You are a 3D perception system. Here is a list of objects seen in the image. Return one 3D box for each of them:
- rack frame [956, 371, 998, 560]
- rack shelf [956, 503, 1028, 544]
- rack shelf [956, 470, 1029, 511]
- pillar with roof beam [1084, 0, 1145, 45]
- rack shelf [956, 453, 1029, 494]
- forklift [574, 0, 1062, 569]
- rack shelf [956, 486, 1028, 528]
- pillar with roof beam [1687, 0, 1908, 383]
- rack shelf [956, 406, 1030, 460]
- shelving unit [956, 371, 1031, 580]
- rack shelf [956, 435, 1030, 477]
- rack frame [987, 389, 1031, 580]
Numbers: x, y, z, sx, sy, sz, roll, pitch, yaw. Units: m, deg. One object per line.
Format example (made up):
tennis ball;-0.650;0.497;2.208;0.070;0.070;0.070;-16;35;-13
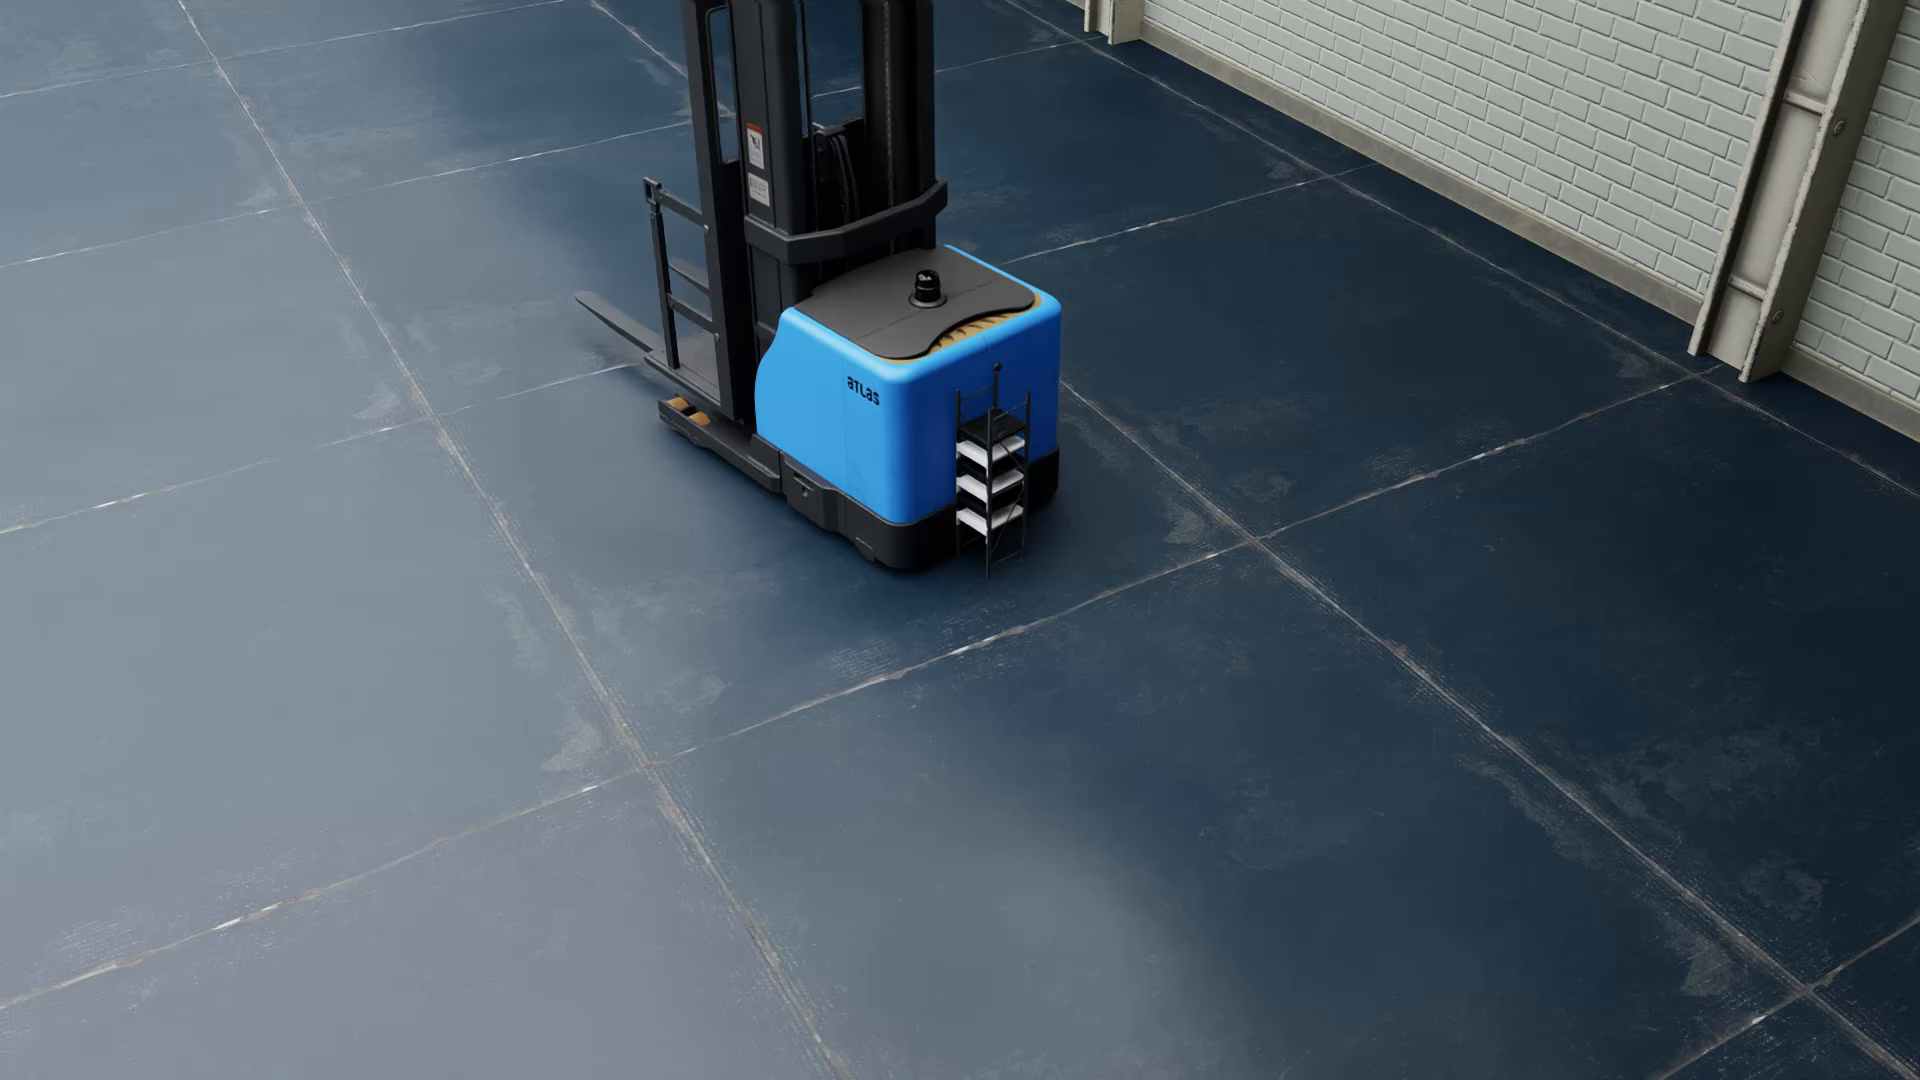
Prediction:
rack frame;0.075;-0.321;7.427;0.240;0.900;0.006;-28;45;-33
rack shelf;0.143;-0.105;7.492;0.258;0.077;0.200;-28;45;-33
rack shelf;0.143;-0.250;7.386;0.258;0.077;0.200;-28;45;-33
pillar with roof beam;-2.496;-6.402;8.886;9.100;9.000;0.400;-19;40;-24
rack shelf;0.143;-0.323;7.333;0.258;0.077;0.200;-28;45;-33
forklift;-0.888;-1.840;7.784;1.130;2.935;3.031;-28;45;-33
rack shelf;0.143;-0.177;7.439;0.258;0.077;0.200;-28;45;-33
pillar with roof beam;0.519;-3.342;4.697;9.100;9.000;0.400;-19;40;-24
rack shelf;0.143;-0.468;7.226;0.258;0.077;0.200;-28;45;-33
shelving unit;0.143;-0.277;7.366;0.258;0.900;0.210;-28;45;-33
rack shelf;0.143;-0.395;7.280;0.258;0.077;0.200;-28;45;-33
rack frame;0.211;-0.232;7.305;0.240;0.900;0.006;-28;45;-33
